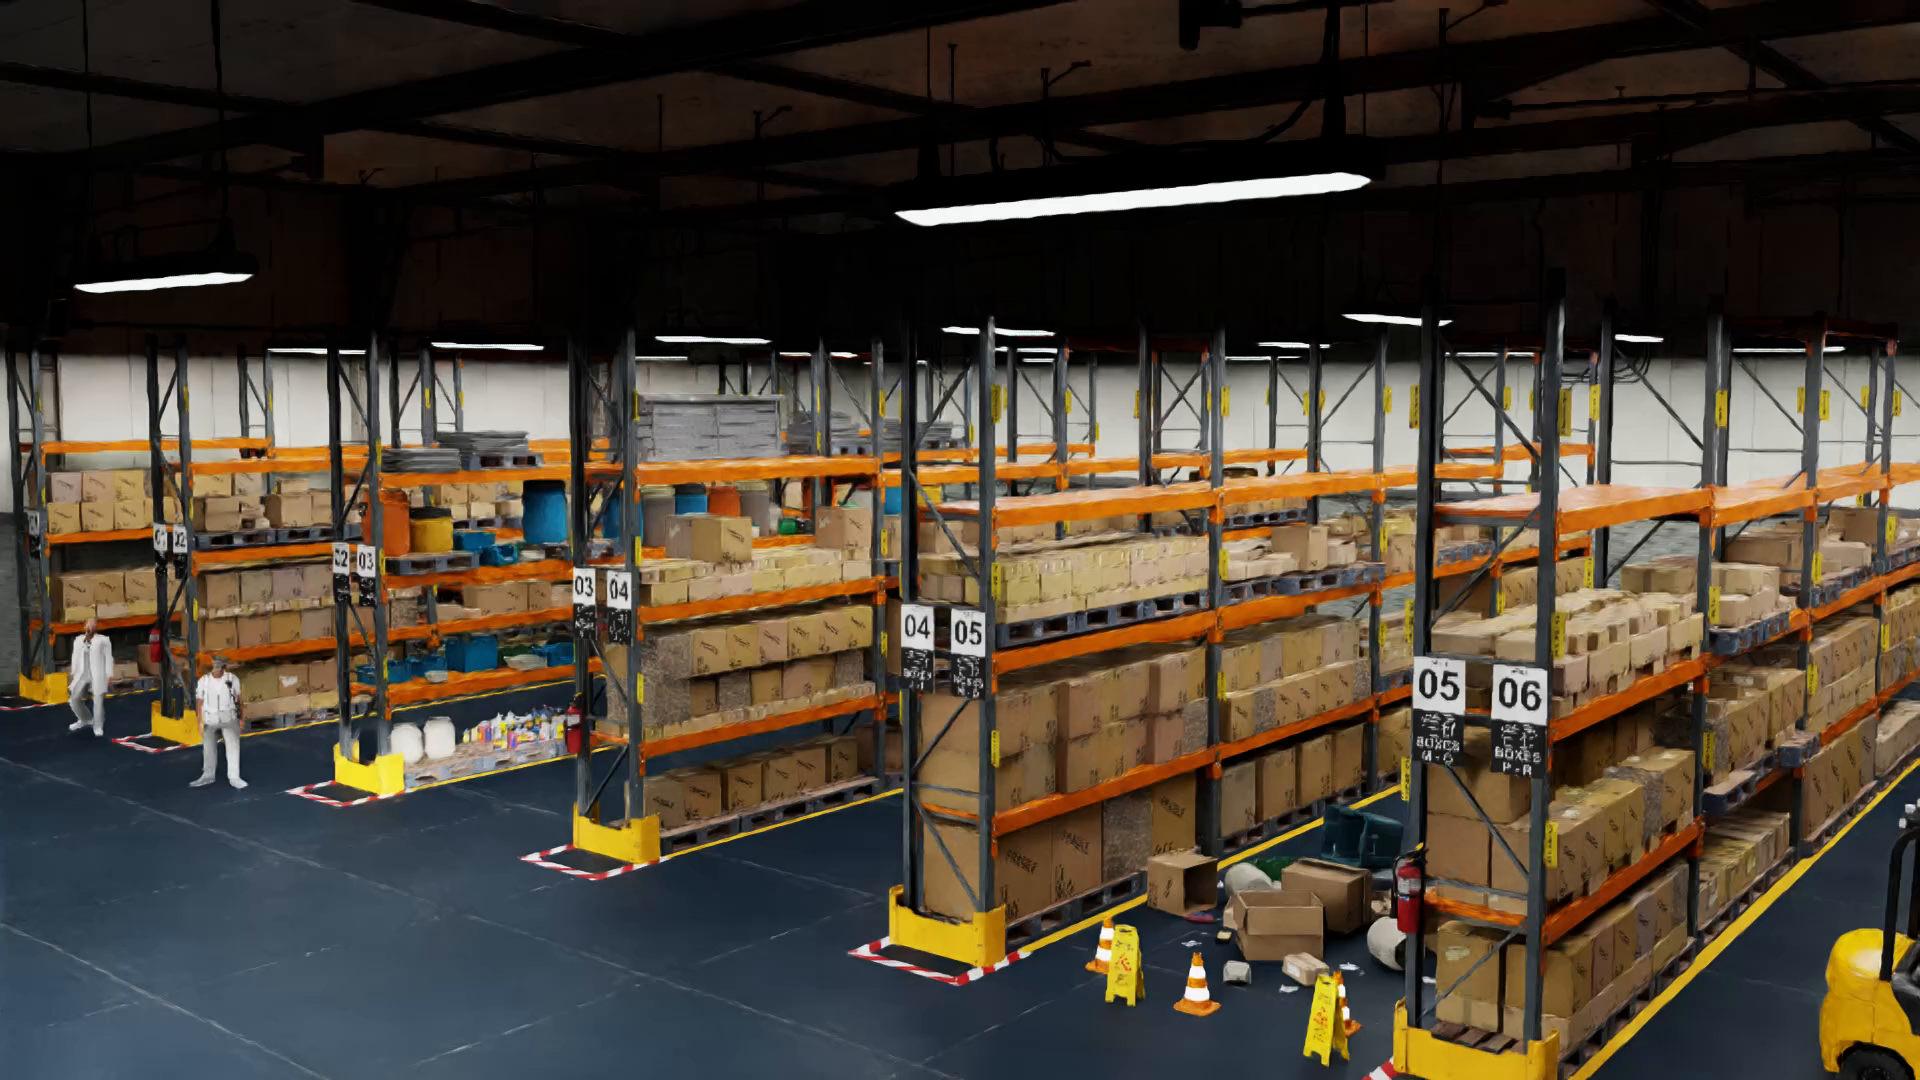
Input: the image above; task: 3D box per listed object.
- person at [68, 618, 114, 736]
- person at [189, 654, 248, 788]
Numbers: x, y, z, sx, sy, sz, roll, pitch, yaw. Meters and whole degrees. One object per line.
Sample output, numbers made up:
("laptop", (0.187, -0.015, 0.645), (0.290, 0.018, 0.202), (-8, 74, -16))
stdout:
("person", (-13.049, 2.042, 24.891), (0.748, 1.772, 0.520), (0, 5, -4))
("person", (-9.675, 2.347, 21.624), (0.730, 1.754, 0.470), (-2, 5, -20))
